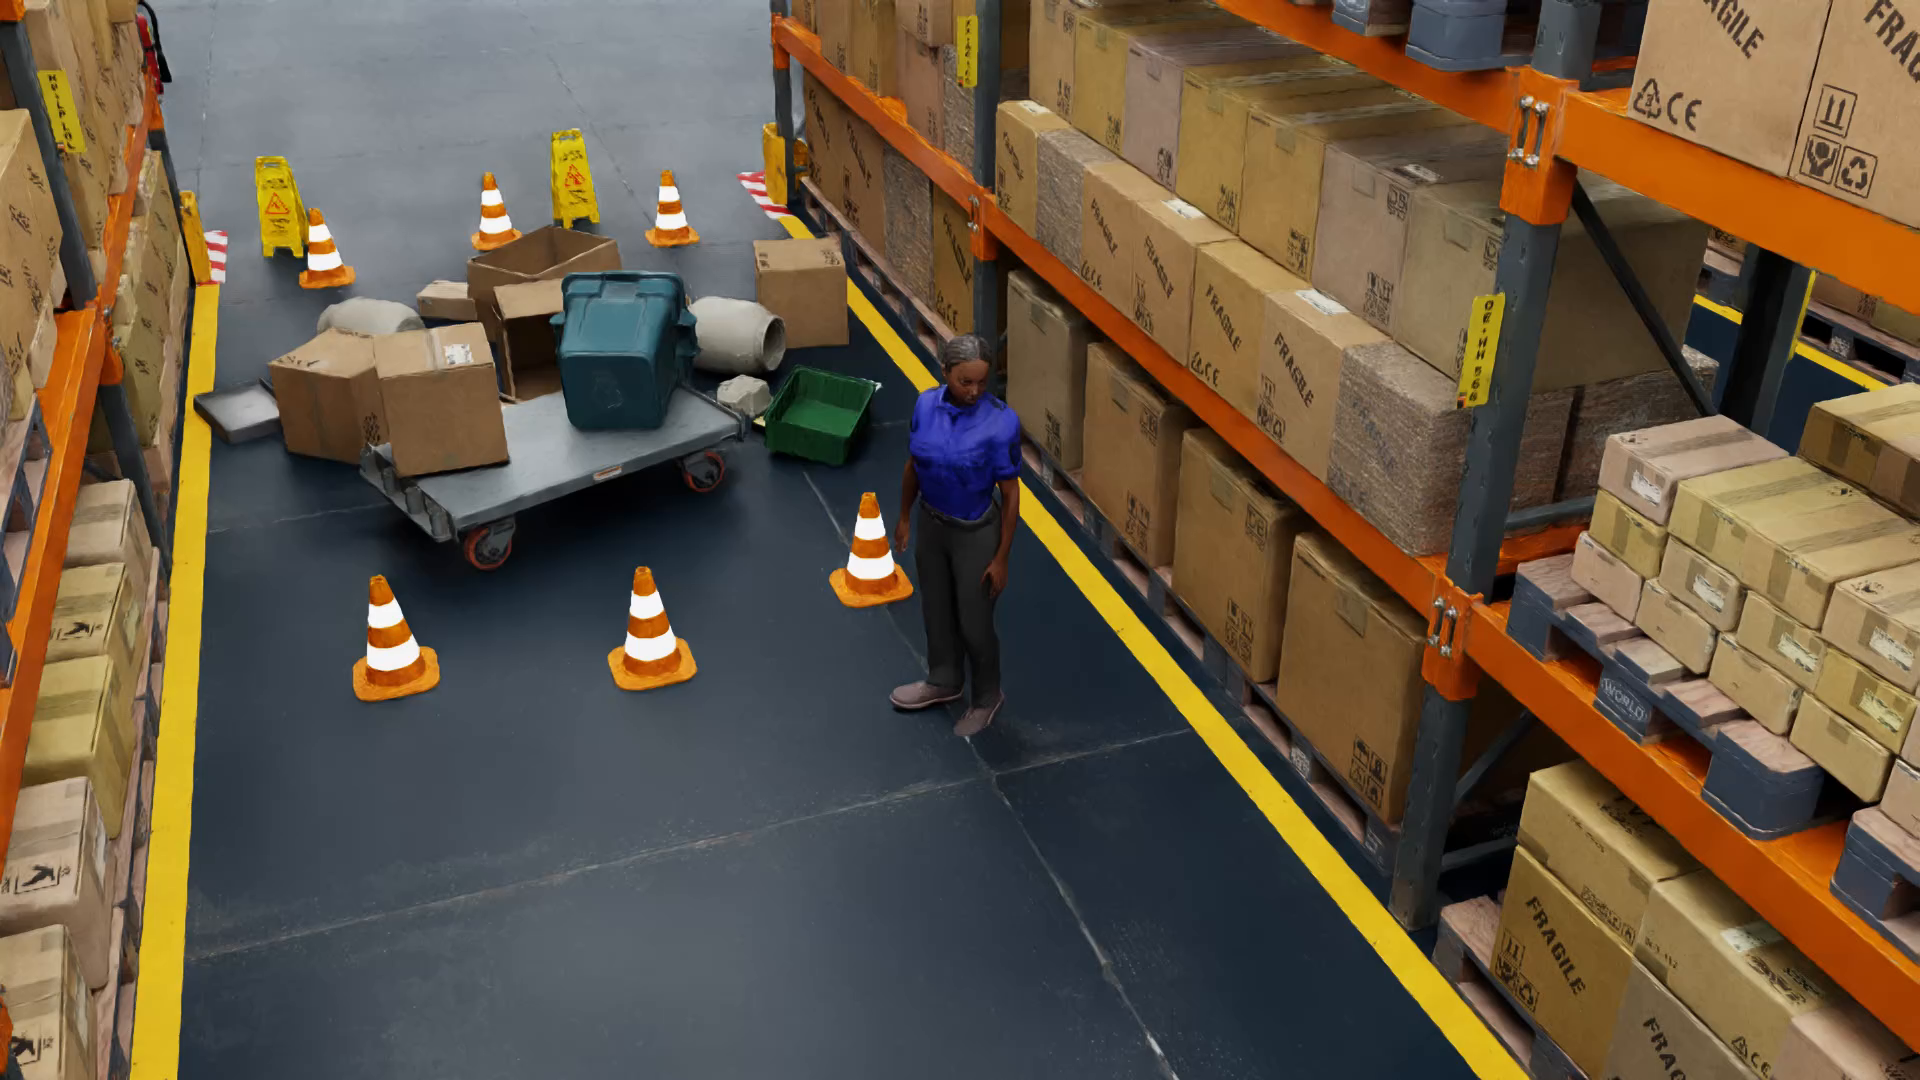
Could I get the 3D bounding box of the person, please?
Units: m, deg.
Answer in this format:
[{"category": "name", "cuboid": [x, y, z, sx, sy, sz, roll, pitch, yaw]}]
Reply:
[{"category": "person", "cuboid": [-0.008, -0.002, 6.170, 0.540, 1.704, 0.351, 22, 37, 33]}]
